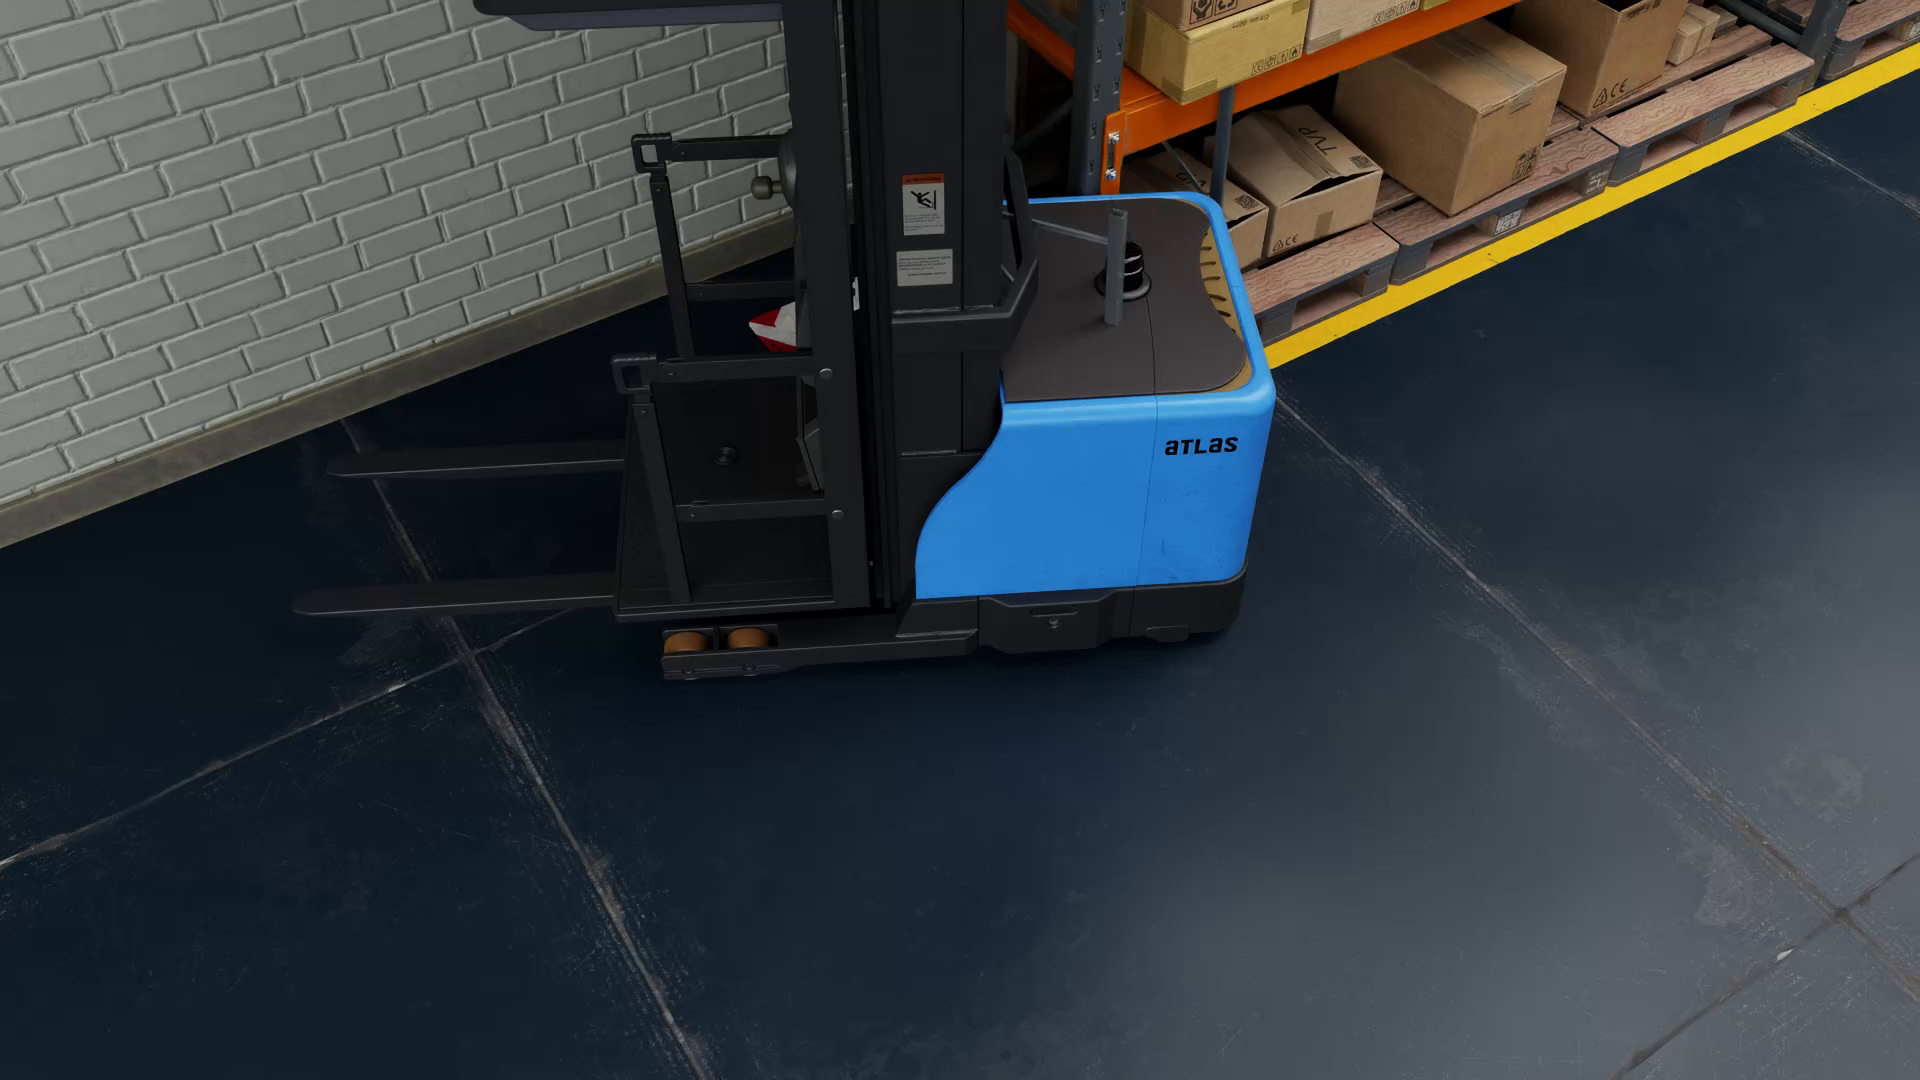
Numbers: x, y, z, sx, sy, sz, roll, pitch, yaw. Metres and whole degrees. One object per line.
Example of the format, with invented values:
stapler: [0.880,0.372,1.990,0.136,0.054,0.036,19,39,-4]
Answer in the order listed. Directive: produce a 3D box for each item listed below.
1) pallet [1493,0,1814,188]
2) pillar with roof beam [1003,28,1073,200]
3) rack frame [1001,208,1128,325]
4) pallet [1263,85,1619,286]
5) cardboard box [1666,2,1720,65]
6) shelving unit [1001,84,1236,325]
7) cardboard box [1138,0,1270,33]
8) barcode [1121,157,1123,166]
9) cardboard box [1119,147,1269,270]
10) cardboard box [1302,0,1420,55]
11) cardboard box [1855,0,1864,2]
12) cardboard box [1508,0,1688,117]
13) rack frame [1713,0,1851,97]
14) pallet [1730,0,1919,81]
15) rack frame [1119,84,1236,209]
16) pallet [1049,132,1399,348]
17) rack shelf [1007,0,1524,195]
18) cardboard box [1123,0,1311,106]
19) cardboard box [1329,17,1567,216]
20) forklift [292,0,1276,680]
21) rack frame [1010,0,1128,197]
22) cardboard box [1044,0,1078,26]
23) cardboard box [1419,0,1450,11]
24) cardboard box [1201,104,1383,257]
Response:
pallet: [3.013,-2.119,7.496,1.213,0.211,1.003,-25,53,-21]
pillar with roof beam: [2.607,-1.844,1.366,0.400,9.000,9.100,-25,53,-21]
rack frame: [0.248,-0.464,5.183,0.500,1.500,0.032,18,52,17]
pallet: [1.980,-1.630,7.060,1.213,0.211,1.003,-25,53,-21]
cardboard box: [3.126,-2.308,7.400,0.250,0.166,0.380,-32,56,-25]
shelving unit: [0.457,-0.816,5.485,0.538,1.500,1.048,18,52,17]
cardboard box: [0.743,-1.949,5.062,0.500,0.500,0.500,-25,53,-21]
barcode: [0.614,-1.476,6.556,0.075,0.075,0.001,-25,53,-21]
cardboard box: [0.812,-1.213,6.328,0.500,0.311,0.500,-31,55,-25]
cardboard box: [1.193,-1.909,5.529,0.500,0.250,0.500,-27,54,-22]
cardboard box: [4.176,-2.955,7.752,0.500,0.500,0.700,-24,52,-20]
cardboard box: [2.706,-2.212,7.091,0.500,0.500,0.500,-29,54,-23]
rack frame: [3.562,-3.336,6.713,0.127,3.000,1.000,-25,53,-21]
pallet: [4.220,-2.720,8.031,1.213,0.211,1.003,-25,53,-21]
rack frame: [0.666,-1.167,5.787,0.500,1.500,0.032,18,52,17]
pallet: [0.949,-1.147,6.630,1.213,0.211,1.003,-25,53,-21]
rack shelf: [1.871,-2.300,6.271,4.000,0.370,1.077,-25,53,-21]
cardboard box: [0.761,-1.693,5.336,0.500,0.250,0.500,-27,54,-22]
cardboard box: [1.941,-1.764,6.692,0.500,0.500,0.700,-28,54,-23]
forklift: [-0.628,-0.938,4.623,3.031,2.935,1.130,-3,48,-3]
rack frame: [0.179,-1.742,5.293,0.127,3.000,1.000,-25,53,-21]
cardboard box: [0.471,-2.008,5.617,0.500,0.250,0.500,-25,53,-20]
cardboard box: [1.627,-2.108,5.706,0.500,0.250,0.500,-26,53,-21]
cardboard box: [1.294,-1.441,6.530,0.500,0.311,0.500,-21,52,-18]
